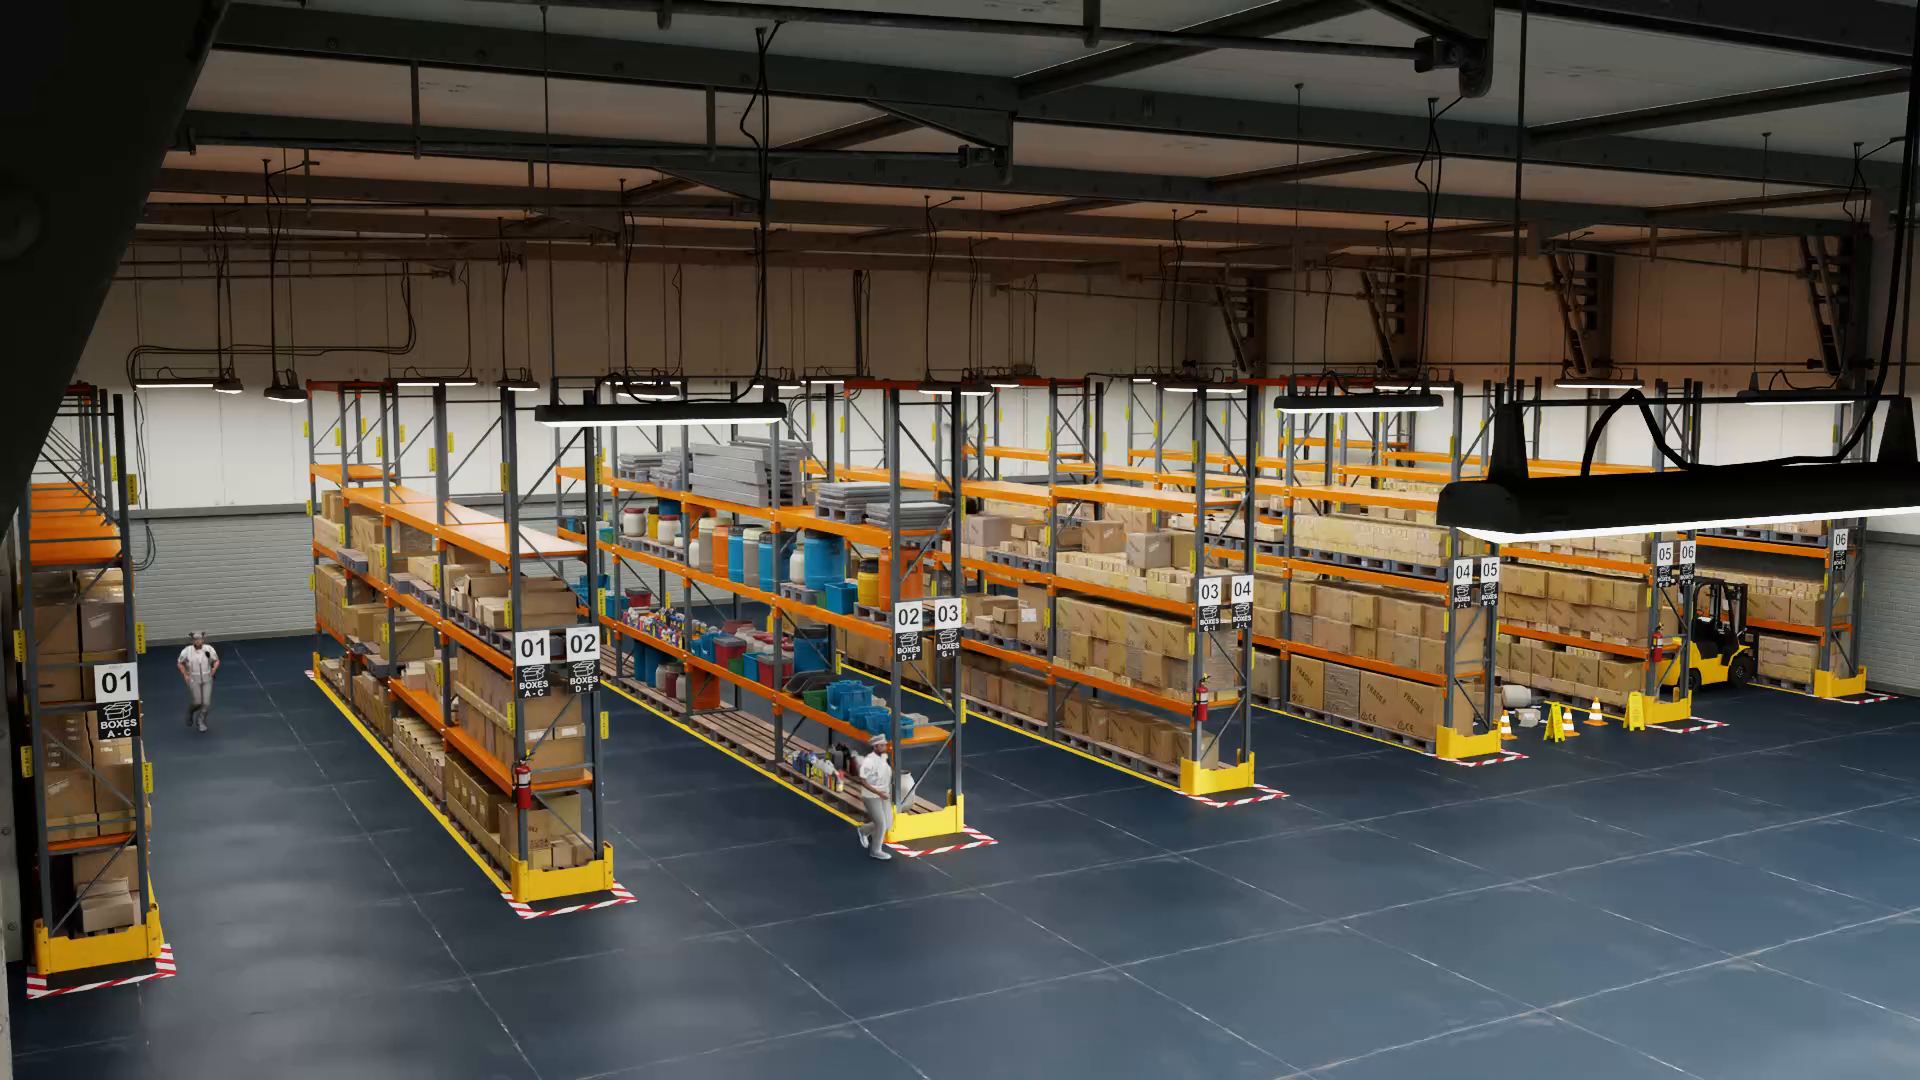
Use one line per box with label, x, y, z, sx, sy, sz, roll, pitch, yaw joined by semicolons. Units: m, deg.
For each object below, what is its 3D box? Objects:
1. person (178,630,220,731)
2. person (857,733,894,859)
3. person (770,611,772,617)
person;-13.110;2.417;28.706;0.649;1.755;0.629;-4;7;-35
person;-1.103;3.257;21.246;0.608;1.636;0.561;4;7;32
person;-4.257;1.304;39.597;0.680;1.780;0.755;-5;8;-41
